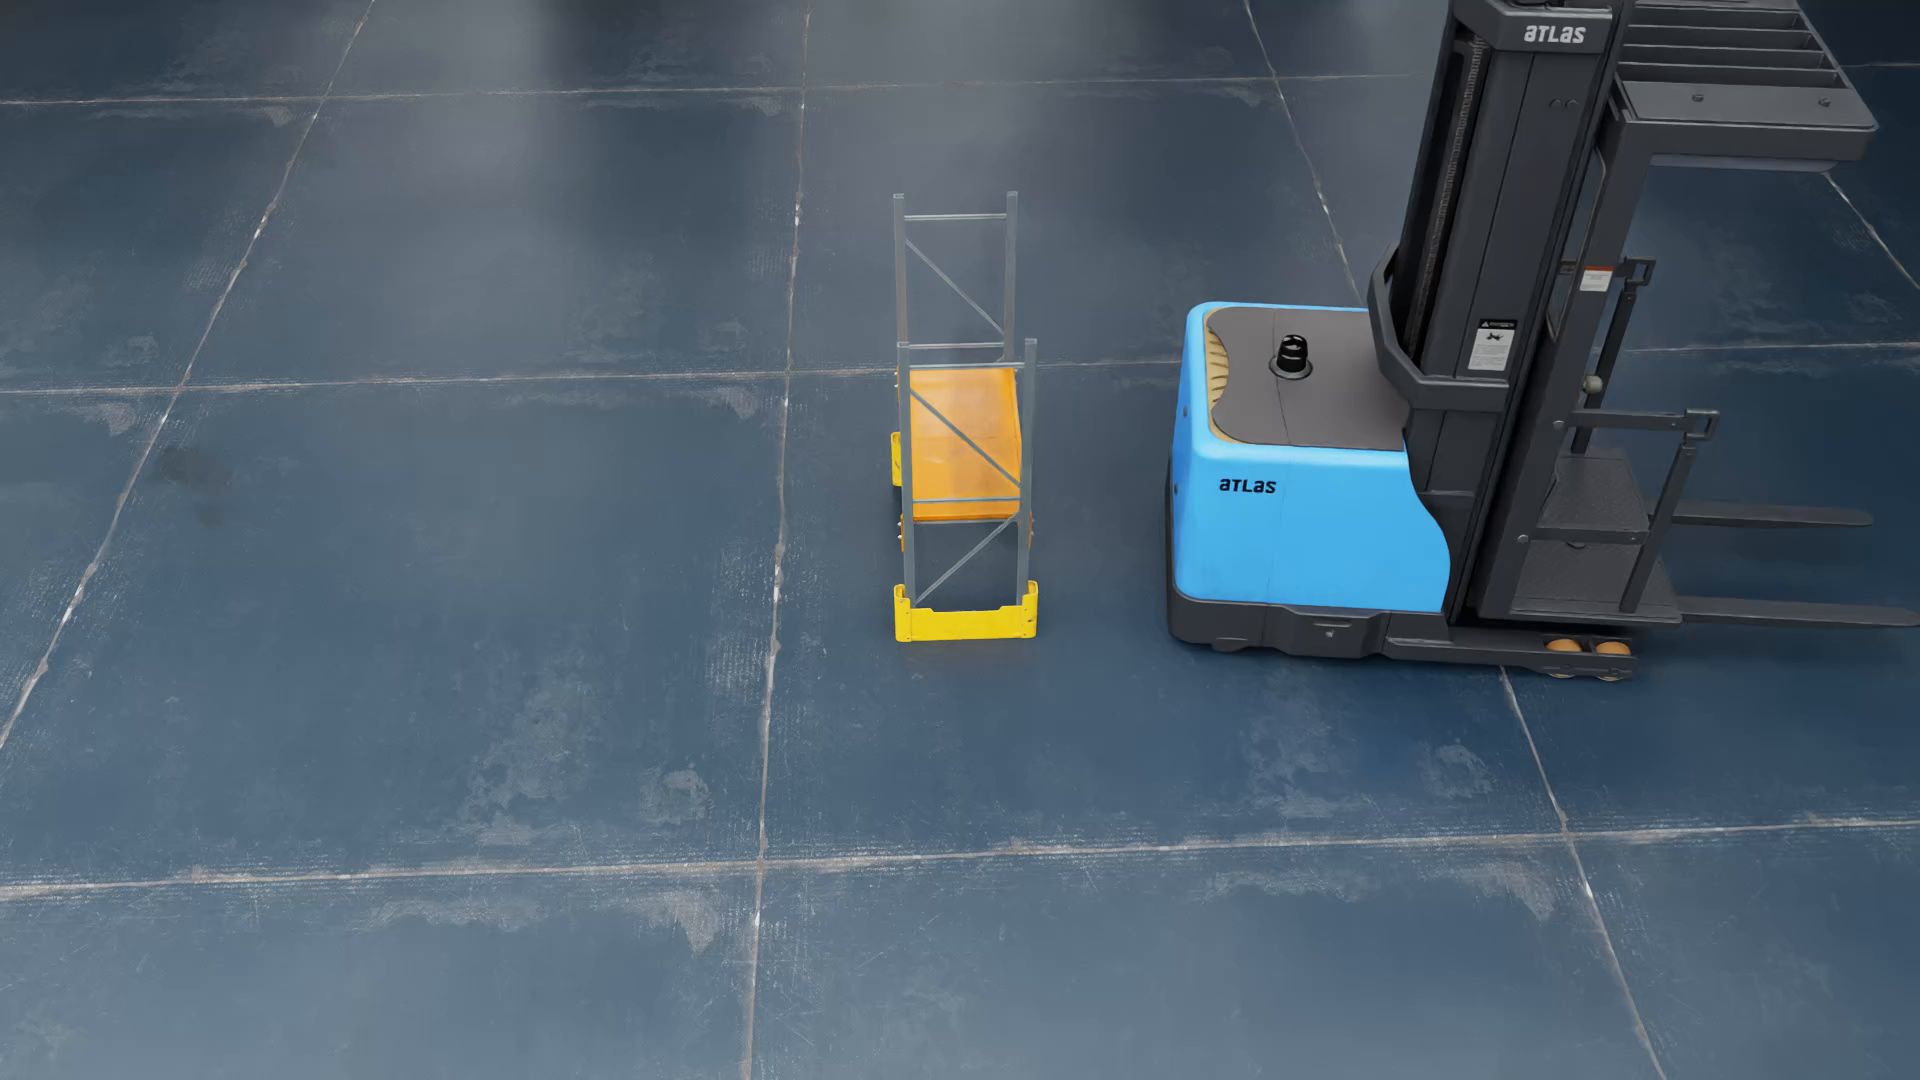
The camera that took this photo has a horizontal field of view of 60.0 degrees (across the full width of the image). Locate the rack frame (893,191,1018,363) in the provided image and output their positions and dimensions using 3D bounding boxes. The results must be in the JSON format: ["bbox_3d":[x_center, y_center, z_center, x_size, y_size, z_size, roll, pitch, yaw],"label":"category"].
[{"bbox_3d":[-0.018,-0.838,7.204,0.500,1.500,0.032,-2,43,-2],"label":"rack frame"}]

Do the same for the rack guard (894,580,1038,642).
[{"bbox_3d":[0.024,0.296,6.892,0.587,0.250,0.087,-2,43,-2],"label":"rack guard"}]

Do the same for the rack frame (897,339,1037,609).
[{"bbox_3d":[0.025,-0.152,6.456,0.500,1.500,0.032,-2,43,-2],"label":"rack frame"}]

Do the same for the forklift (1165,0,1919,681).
[{"bbox_3d":[2.405,-0.883,6.194,3.031,2.935,1.130,3,43,3],"label":"forklift"}]

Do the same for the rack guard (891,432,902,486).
[{"bbox_3d":[-0.018,-0.377,7.626,0.587,0.250,0.087,-2,43,-2],"label":"rack guard"}]

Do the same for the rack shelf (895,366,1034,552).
[{"bbox_3d":[0.004,-0.363,6.952,0.538,0.185,1.000,-2,43,-2],"label":"rack shelf"}]

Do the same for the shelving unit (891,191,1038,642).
[{"bbox_3d":[0.003,-0.501,6.837,0.587,1.500,1.083,-2,43,-2],"label":"shelving unit"}]
